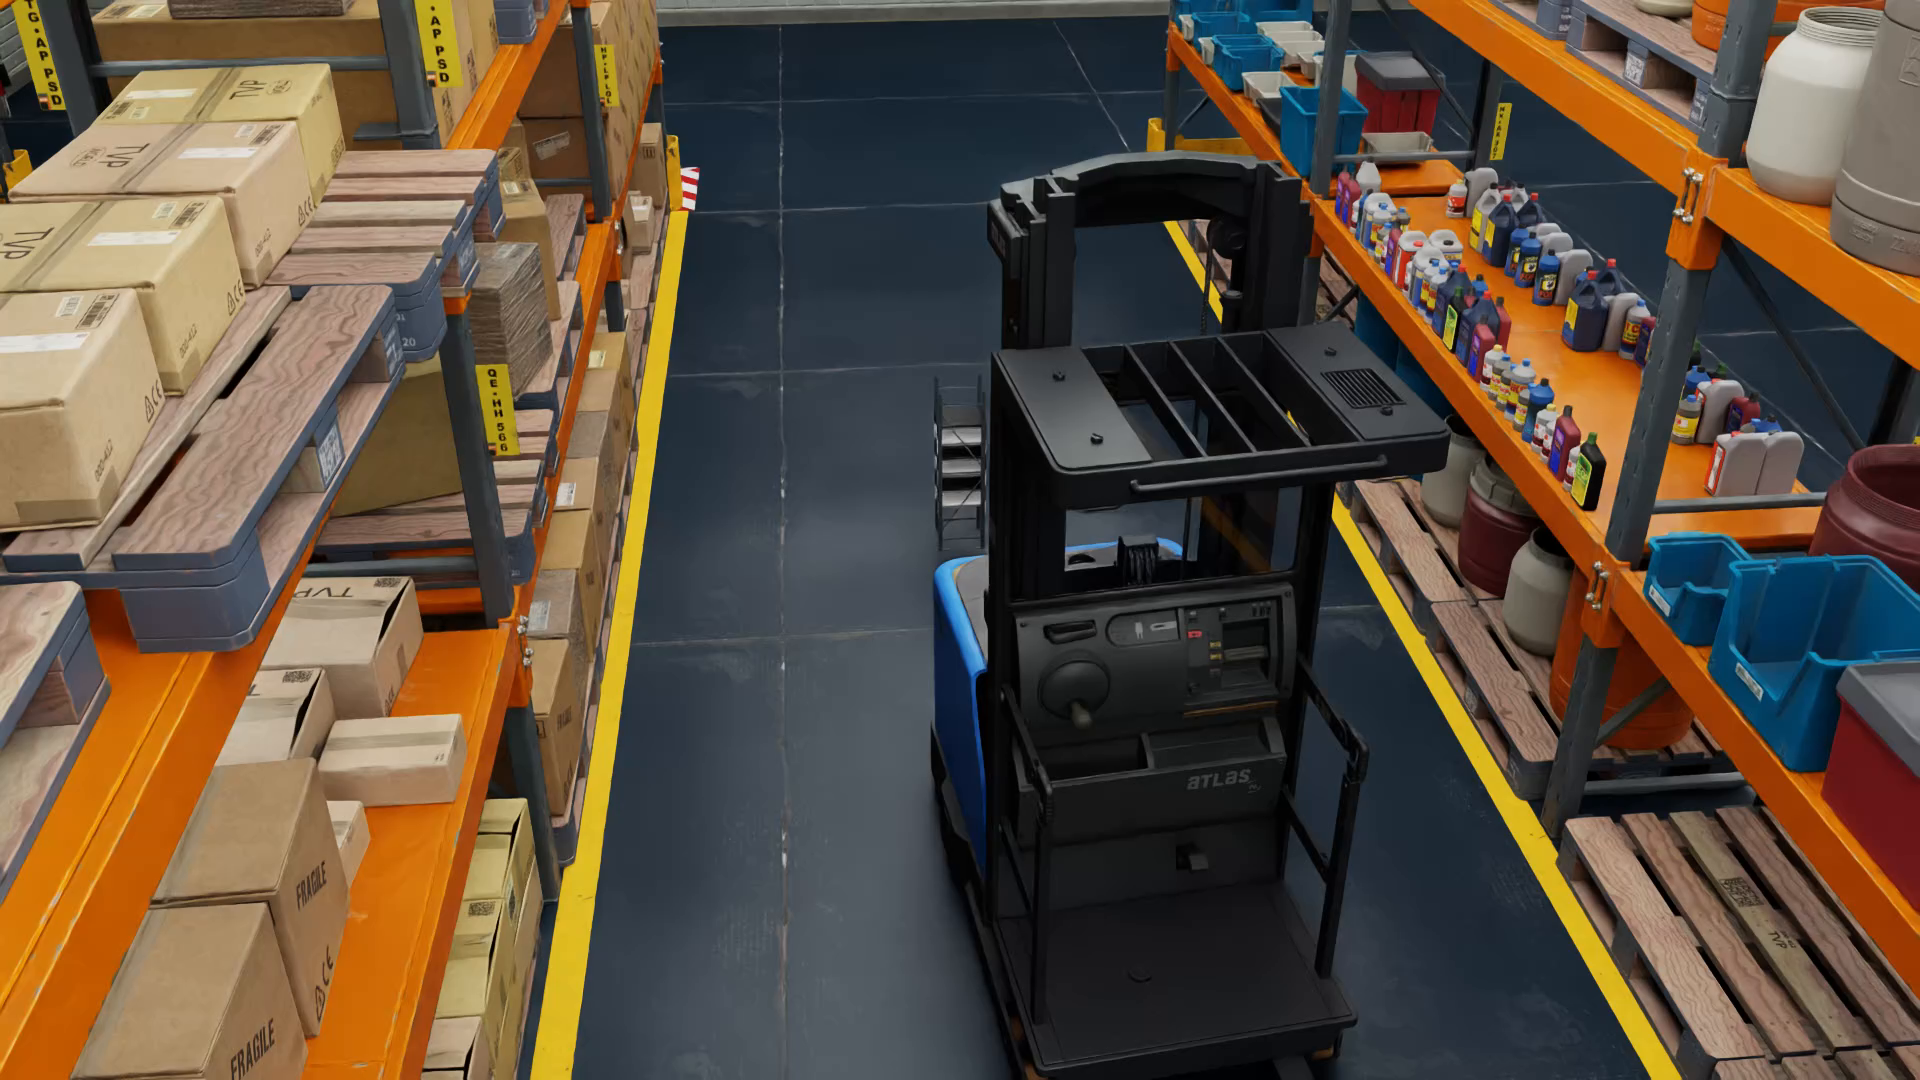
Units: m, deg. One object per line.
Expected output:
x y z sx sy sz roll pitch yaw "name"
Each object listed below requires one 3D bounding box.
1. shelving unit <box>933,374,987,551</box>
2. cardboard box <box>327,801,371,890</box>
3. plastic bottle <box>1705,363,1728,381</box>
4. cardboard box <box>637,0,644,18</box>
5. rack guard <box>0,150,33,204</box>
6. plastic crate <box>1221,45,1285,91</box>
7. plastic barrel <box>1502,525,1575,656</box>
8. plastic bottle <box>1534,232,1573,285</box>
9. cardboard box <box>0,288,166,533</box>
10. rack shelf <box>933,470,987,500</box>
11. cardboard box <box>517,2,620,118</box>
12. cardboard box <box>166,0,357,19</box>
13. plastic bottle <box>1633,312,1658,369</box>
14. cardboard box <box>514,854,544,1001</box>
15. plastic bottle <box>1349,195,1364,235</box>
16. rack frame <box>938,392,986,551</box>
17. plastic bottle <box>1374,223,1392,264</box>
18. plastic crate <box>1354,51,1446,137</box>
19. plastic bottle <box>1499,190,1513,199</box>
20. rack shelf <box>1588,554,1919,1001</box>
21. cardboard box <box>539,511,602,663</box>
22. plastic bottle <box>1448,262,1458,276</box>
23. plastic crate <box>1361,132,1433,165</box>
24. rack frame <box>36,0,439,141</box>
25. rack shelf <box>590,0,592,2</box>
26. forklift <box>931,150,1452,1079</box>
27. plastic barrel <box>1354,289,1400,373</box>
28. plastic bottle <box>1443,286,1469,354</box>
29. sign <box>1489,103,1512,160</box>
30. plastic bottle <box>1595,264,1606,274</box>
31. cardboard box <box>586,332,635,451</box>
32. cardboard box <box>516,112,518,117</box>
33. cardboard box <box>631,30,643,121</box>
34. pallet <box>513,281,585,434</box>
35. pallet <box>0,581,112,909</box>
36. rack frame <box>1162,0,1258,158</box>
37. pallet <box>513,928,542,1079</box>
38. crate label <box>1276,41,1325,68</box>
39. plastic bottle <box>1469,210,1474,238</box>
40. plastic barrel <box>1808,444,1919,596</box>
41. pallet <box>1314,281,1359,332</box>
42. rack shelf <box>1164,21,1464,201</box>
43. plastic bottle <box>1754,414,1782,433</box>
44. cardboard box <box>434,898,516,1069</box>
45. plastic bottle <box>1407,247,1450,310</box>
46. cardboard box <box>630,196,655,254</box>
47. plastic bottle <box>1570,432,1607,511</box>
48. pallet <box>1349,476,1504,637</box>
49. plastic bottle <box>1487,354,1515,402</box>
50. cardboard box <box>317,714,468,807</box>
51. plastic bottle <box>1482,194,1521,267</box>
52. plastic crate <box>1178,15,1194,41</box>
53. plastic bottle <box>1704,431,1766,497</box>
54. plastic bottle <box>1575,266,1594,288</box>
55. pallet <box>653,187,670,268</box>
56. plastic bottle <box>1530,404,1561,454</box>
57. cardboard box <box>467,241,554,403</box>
-0.001 -0.390 8.526 0.258 0.900 0.210 -3 31 -5 "shelving unit"
-1.876 0.862 4.627 0.380 0.149 0.250 -1 31 -1 "cardboard box"
3.152 -0.623 6.981 0.061 0.283 0.133 -3 31 -5 "plastic bottle"
-2.382 -3.714 10.971 0.500 0.500 0.500 -2 31 -3 "cardboard box"
-7.732 -2.679 12.747 1.175 0.500 0.348 -3 31 -5 "rack guard"
1.980 -3.201 11.288 0.416 0.233 0.300 -3 31 -5 "plastic crate"
2.677 0.225 7.465 0.421 0.512 0.421 0 31 0 "plastic barrel"
2.960 -1.420 8.324 0.152 0.276 0.135 -3 31 -5 "plastic bottle"
-1.795 -0.235 3.030 0.500 0.250 0.500 -5 31 -9 "cardboard box"
-0.001 -0.285 8.589 0.258 0.077 0.200 -3 31 -5 "rack shelf"
-2.189 -2.663 9.210 0.500 0.500 0.500 -2 31 -3 "cardboard box"
-2.085 -1.877 4.970 0.500 0.500 0.500 -3 31 -5 "cardboard box"
3.100 -0.908 7.459 0.061 0.283 0.133 -3 31 -5 "plastic bottle"
-1.759 1.363 5.815 0.500 0.250 0.500 -2 31 -3 "cardboard box"
2.158 -1.753 8.953 0.097 0.201 0.097 0 31 0 "plastic bottle"
0.009 -0.339 8.439 0.240 0.900 0.006 -3 31 -5 "rack frame"
2.198 -1.535 8.588 0.097 0.201 0.097 0 31 0 "plastic bottle"
2.674 -2.693 10.213 0.402 0.464 0.583 -3 31 -5 "plastic crate"
2.900 -1.746 8.870 0.152 0.276 0.135 -3 31 -5 "plastic bottle"
3.068 1.200 4.517 1.077 0.370 4.000 -3 31 -5 "rack shelf"
-1.905 0.221 7.464 0.500 0.500 0.500 -3 31 -5 "cardboard box"
2.402 -1.256 8.122 0.097 0.201 0.097 0 31 0 "plastic bottle"
2.606 -2.329 9.923 0.396 0.136 0.243 -3 31 -5 "plastic crate"
-2.051 -2.470 4.110 1.000 3.000 0.127 -3 31 -5 "rack frame"
-2.612 -3.937 10.192 1.077 0.370 4.000 -3 31 -5 "rack shelf"
0.681 0.429 5.173 1.130 2.935 3.031 -6 31 -10 "forklift"
2.541 -1.173 9.425 0.600 0.901 0.708 -3 31 -5 "plastic barrel"
2.282 -1.012 7.632 0.061 0.283 0.133 -3 31 -5 "plastic bottle"
3.055 -2.316 9.433 0.100 0.325 0.005 -3 31 -5 "sign"
3.049 -1.189 7.929 0.061 0.283 0.133 -3 31 -5 "plastic bottle"
-2.093 -0.814 9.196 0.500 0.500 0.500 -3 31 -5 "cardboard box"
-2.727 -2.222 9.448 0.500 0.500 0.500 -2 31 -4 "cardboard box"
-2.346 -3.029 10.799 0.500 0.500 0.500 -3 31 -5 "cardboard box"
-2.237 -0.805 7.359 1.003 0.211 1.213 -3 31 -5 "pallet"
-1.773 0.493 2.262 0.805 0.209 1.217 -4 31 -7 "pallet"
2.134 -4.214 12.880 1.000 3.000 0.127 -3 31 -5 "rack frame"
-2.013 1.725 5.656 1.003 0.211 1.213 -3 31 -5 "pallet"
2.453 -3.429 11.765 0.396 0.136 0.243 -3 31 -5 "crate label"
2.778 -1.699 8.863 0.097 0.201 0.097 0 31 0 "plastic bottle"
3.226 0.034 5.635 0.600 0.536 0.708 -3 31 -5 "plastic barrel"
2.400 -1.348 10.801 1.003 0.211 1.213 -3 31 -5 "pallet"
2.320 -2.884 11.355 1.077 0.370 4.000 -3 31 -5 "rack shelf"
3.179 -0.371 6.572 0.097 0.271 0.097 0 31 0 "plastic bottle"
-1.702 1.386 5.230 0.500 0.311 0.500 -3 31 -5 "cardboard box"
2.279 -1.273 8.077 0.152 0.276 0.135 -3 31 -5 "plastic bottle"
-2.444 -2.235 11.819 0.500 0.250 0.500 -3 31 -5 "cardboard box"
2.418 -0.266 6.383 0.061 0.283 0.133 -3 31 -5 "plastic bottle"
2.655 0.045 8.468 1.003 0.211 1.213 -3 31 -5 "pallet"
2.350 -0.706 7.201 0.097 0.201 0.097 0 31 0 "plastic bottle"
-1.692 0.660 4.966 0.380 0.149 0.250 -3 31 -5 "cardboard box"
2.793 -1.596 8.545 0.144 0.351 0.185 -3 31 -5 "plastic bottle"
1.776 -3.817 12.414 0.250 0.136 0.298 -3 31 -5 "plastic crate"
3.011 -0.306 6.457 0.152 0.276 0.135 -3 31 -5 "plastic bottle"
2.971 -1.171 7.911 0.097 0.271 0.097 0 31 0 "plastic bottle"
-2.716 -2.336 12.455 1.003 0.211 1.213 -3 31 -5 "pallet"
2.395 -0.458 6.785 0.097 0.201 0.097 0 31 0 "plastic bottle"
-2.117 -0.910 6.841 0.700 0.500 0.500 3 31 5 "cardboard box"
